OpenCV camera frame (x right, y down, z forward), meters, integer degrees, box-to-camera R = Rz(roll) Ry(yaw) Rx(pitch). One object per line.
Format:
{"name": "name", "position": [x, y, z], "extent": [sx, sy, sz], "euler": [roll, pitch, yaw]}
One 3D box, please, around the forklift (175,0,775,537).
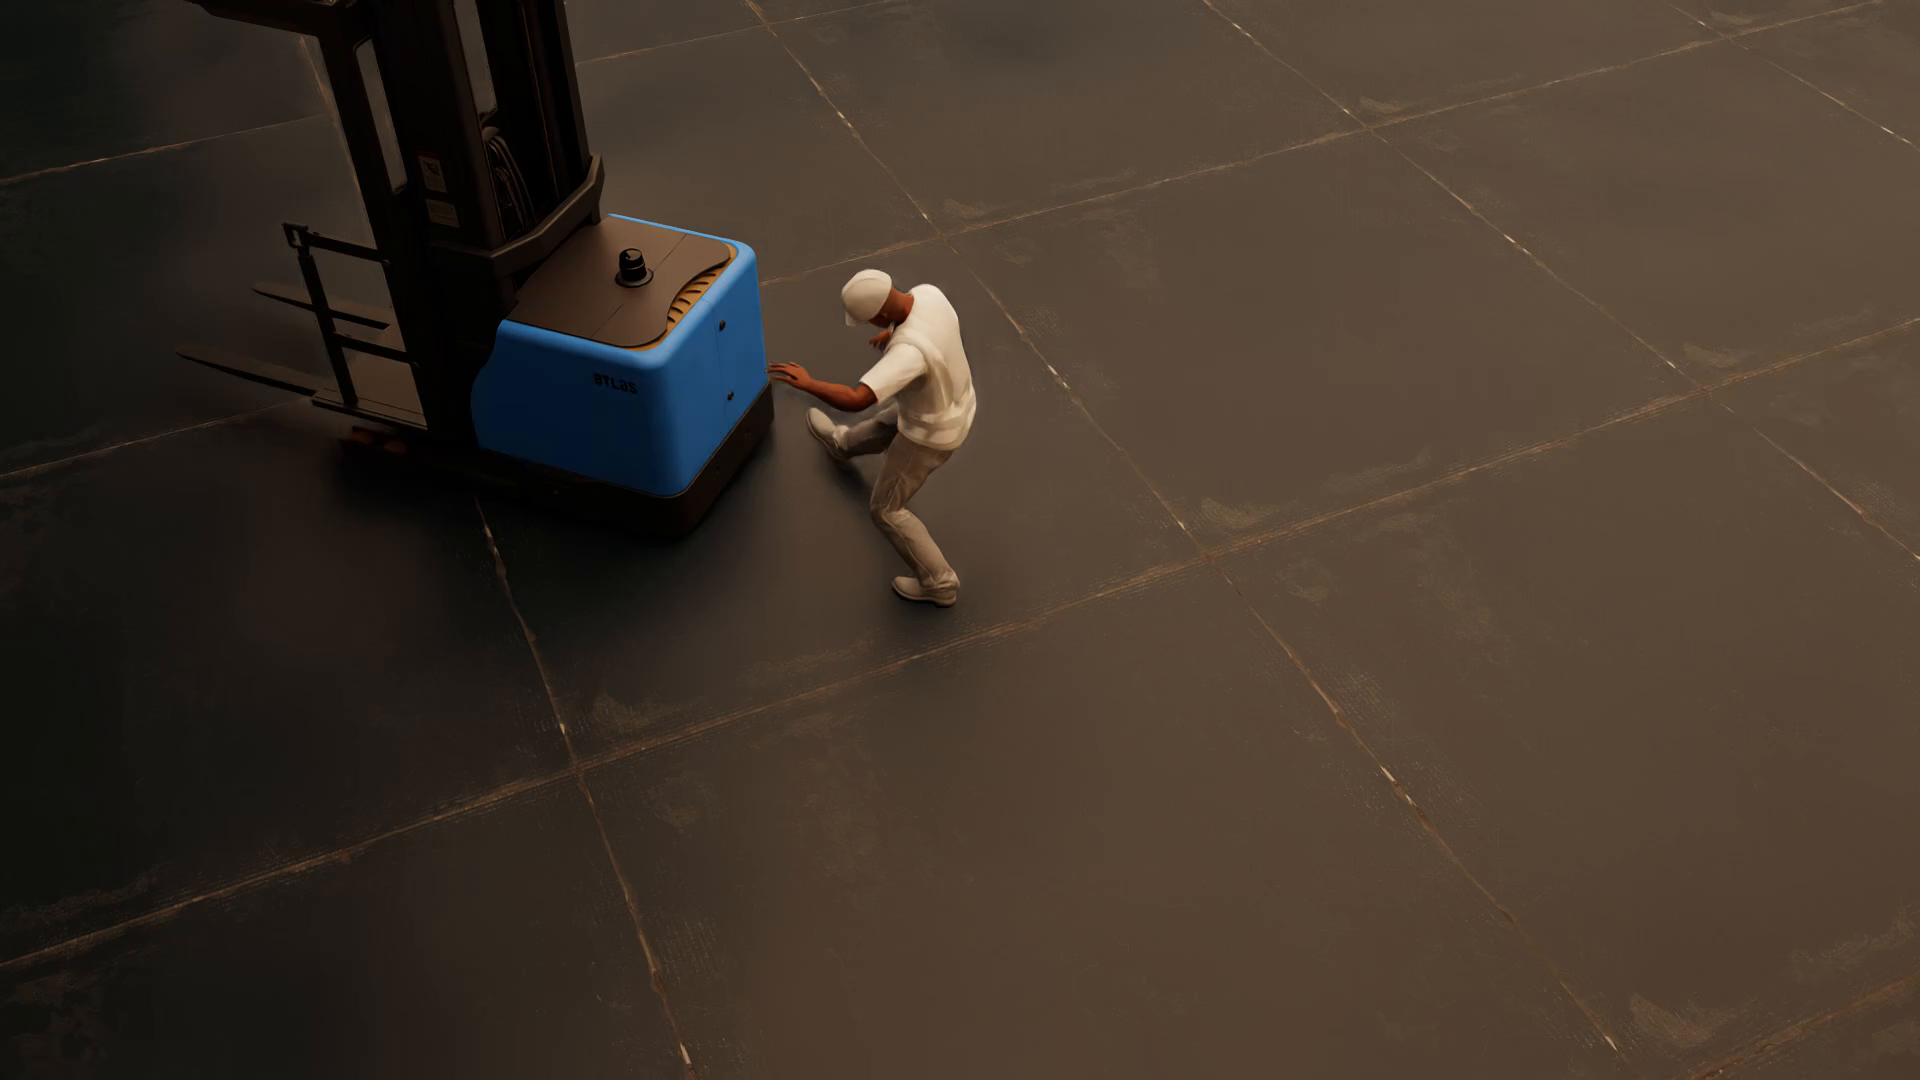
{"name": "forklift", "position": [-2.506, -1.719, 7.522], "extent": [3.031, 2.935, 1.130], "euler": [15, 45, 15]}

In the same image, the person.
{"name": "person", "position": [-0.386, -0.630, 7.444], "extent": [1.077, 1.469, 0.981], "euler": [13, 45, 13]}
